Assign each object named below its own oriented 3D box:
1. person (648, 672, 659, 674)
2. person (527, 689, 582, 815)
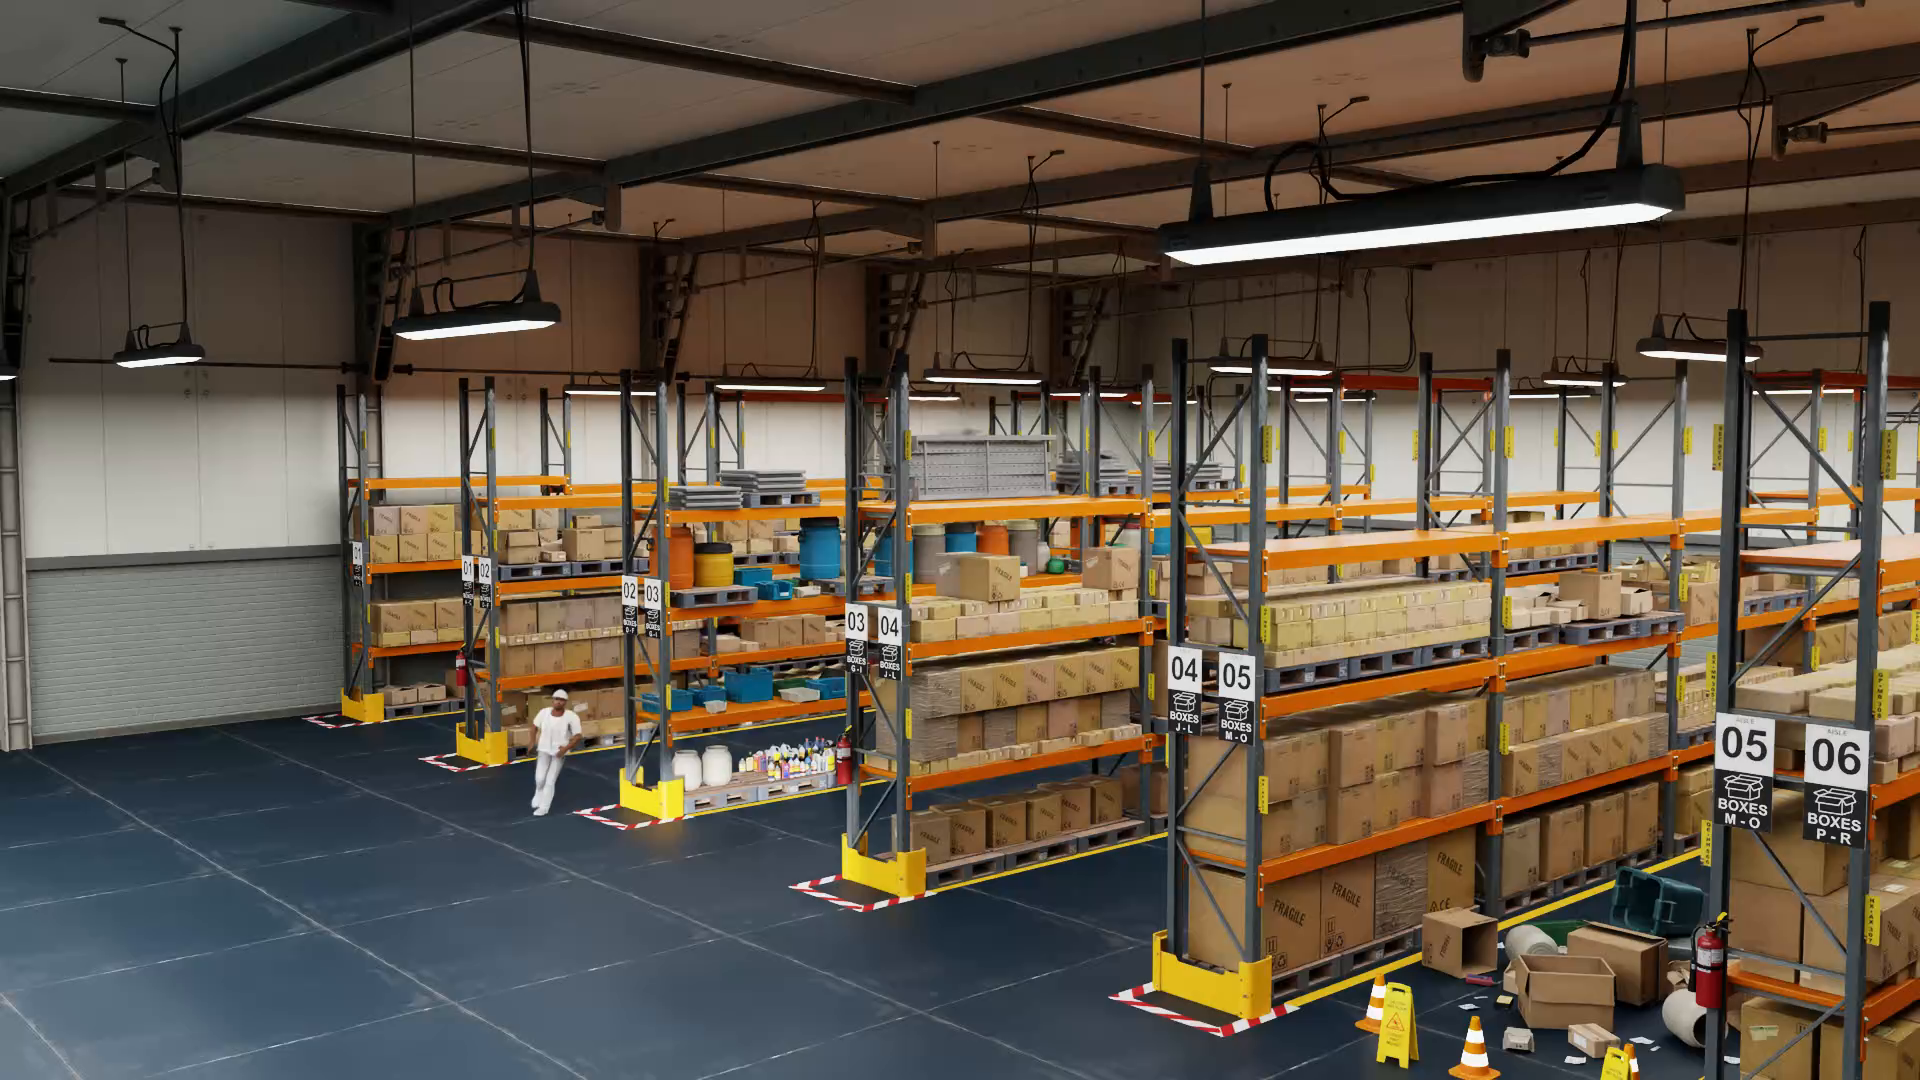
[{"bbox_3d":[-5.488,2.341,30.365,0.780,1.703,0.553,-3,5,-40],"label":"person"},{"bbox_3d":[-5.452,2.853,22.276,0.744,1.695,0.577,0,4,-2],"label":"person"}]
